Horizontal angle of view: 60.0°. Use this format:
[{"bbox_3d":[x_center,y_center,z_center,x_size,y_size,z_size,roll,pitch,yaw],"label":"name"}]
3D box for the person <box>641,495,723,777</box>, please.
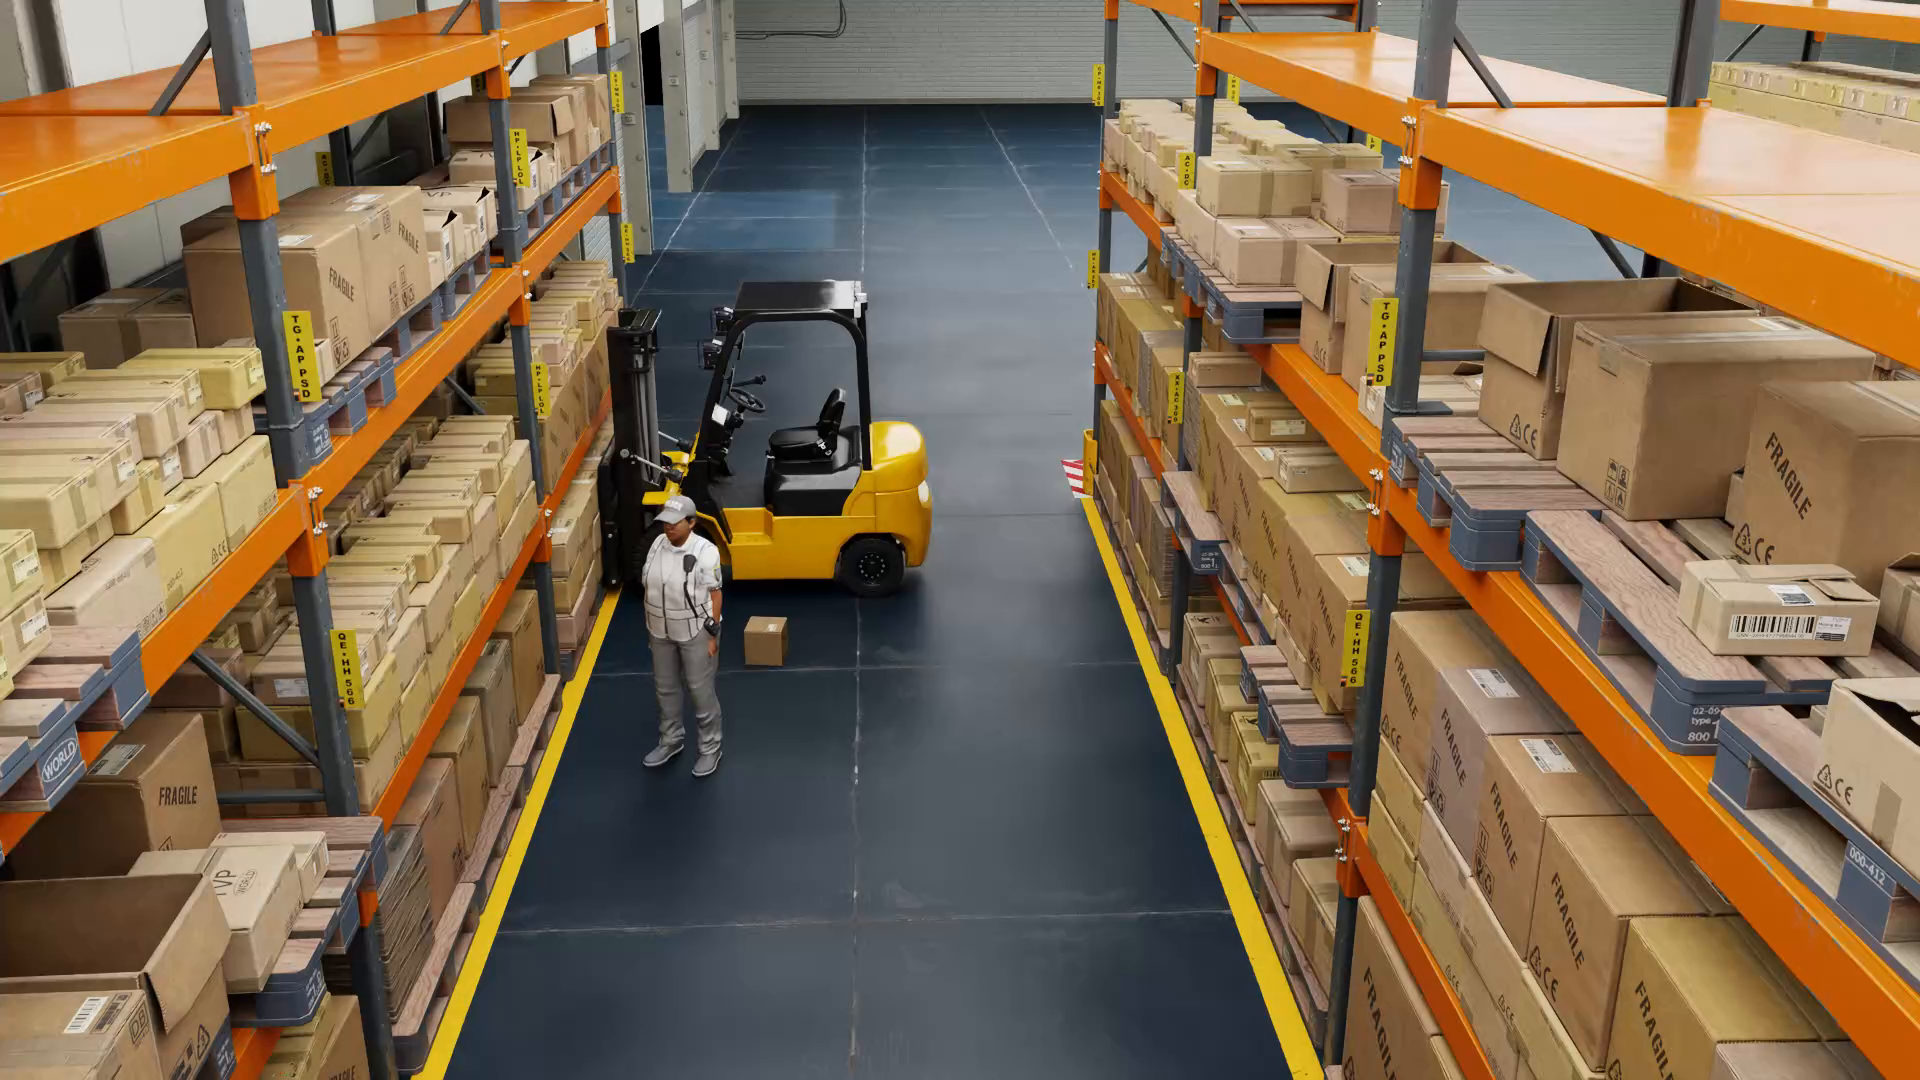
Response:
[{"bbox_3d":[-1.612,0.539,9.639,0.481,1.667,0.388,8,22,20],"label":"person"}]
